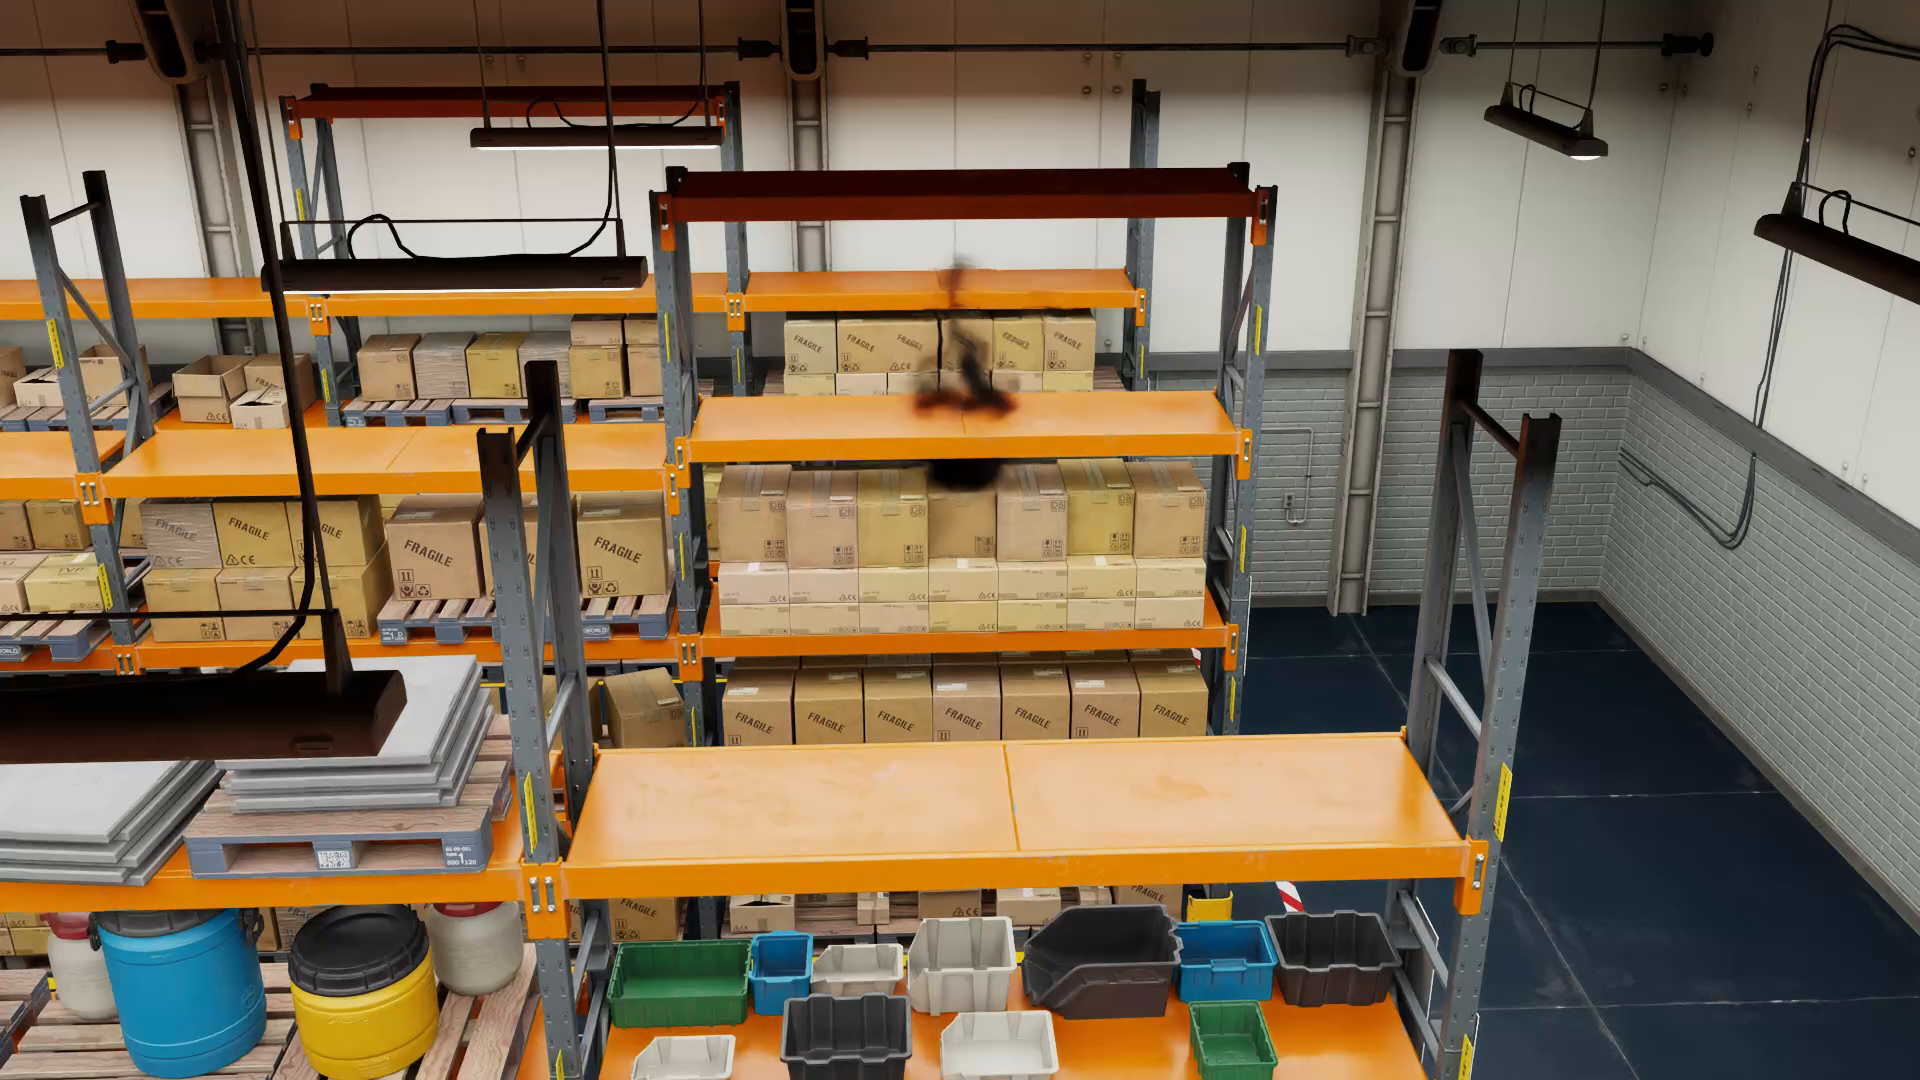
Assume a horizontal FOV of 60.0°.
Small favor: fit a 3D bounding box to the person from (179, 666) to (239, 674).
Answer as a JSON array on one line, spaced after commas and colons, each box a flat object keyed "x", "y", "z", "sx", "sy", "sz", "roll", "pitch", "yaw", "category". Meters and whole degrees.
[{"x": -6.742, "y": 1.603, "z": 14.834, "sx": 0.821, "sy": 1.812, "sz": 0.644, "roll": -4, "pitch": 23, "yaw": -11, "category": "person"}]
